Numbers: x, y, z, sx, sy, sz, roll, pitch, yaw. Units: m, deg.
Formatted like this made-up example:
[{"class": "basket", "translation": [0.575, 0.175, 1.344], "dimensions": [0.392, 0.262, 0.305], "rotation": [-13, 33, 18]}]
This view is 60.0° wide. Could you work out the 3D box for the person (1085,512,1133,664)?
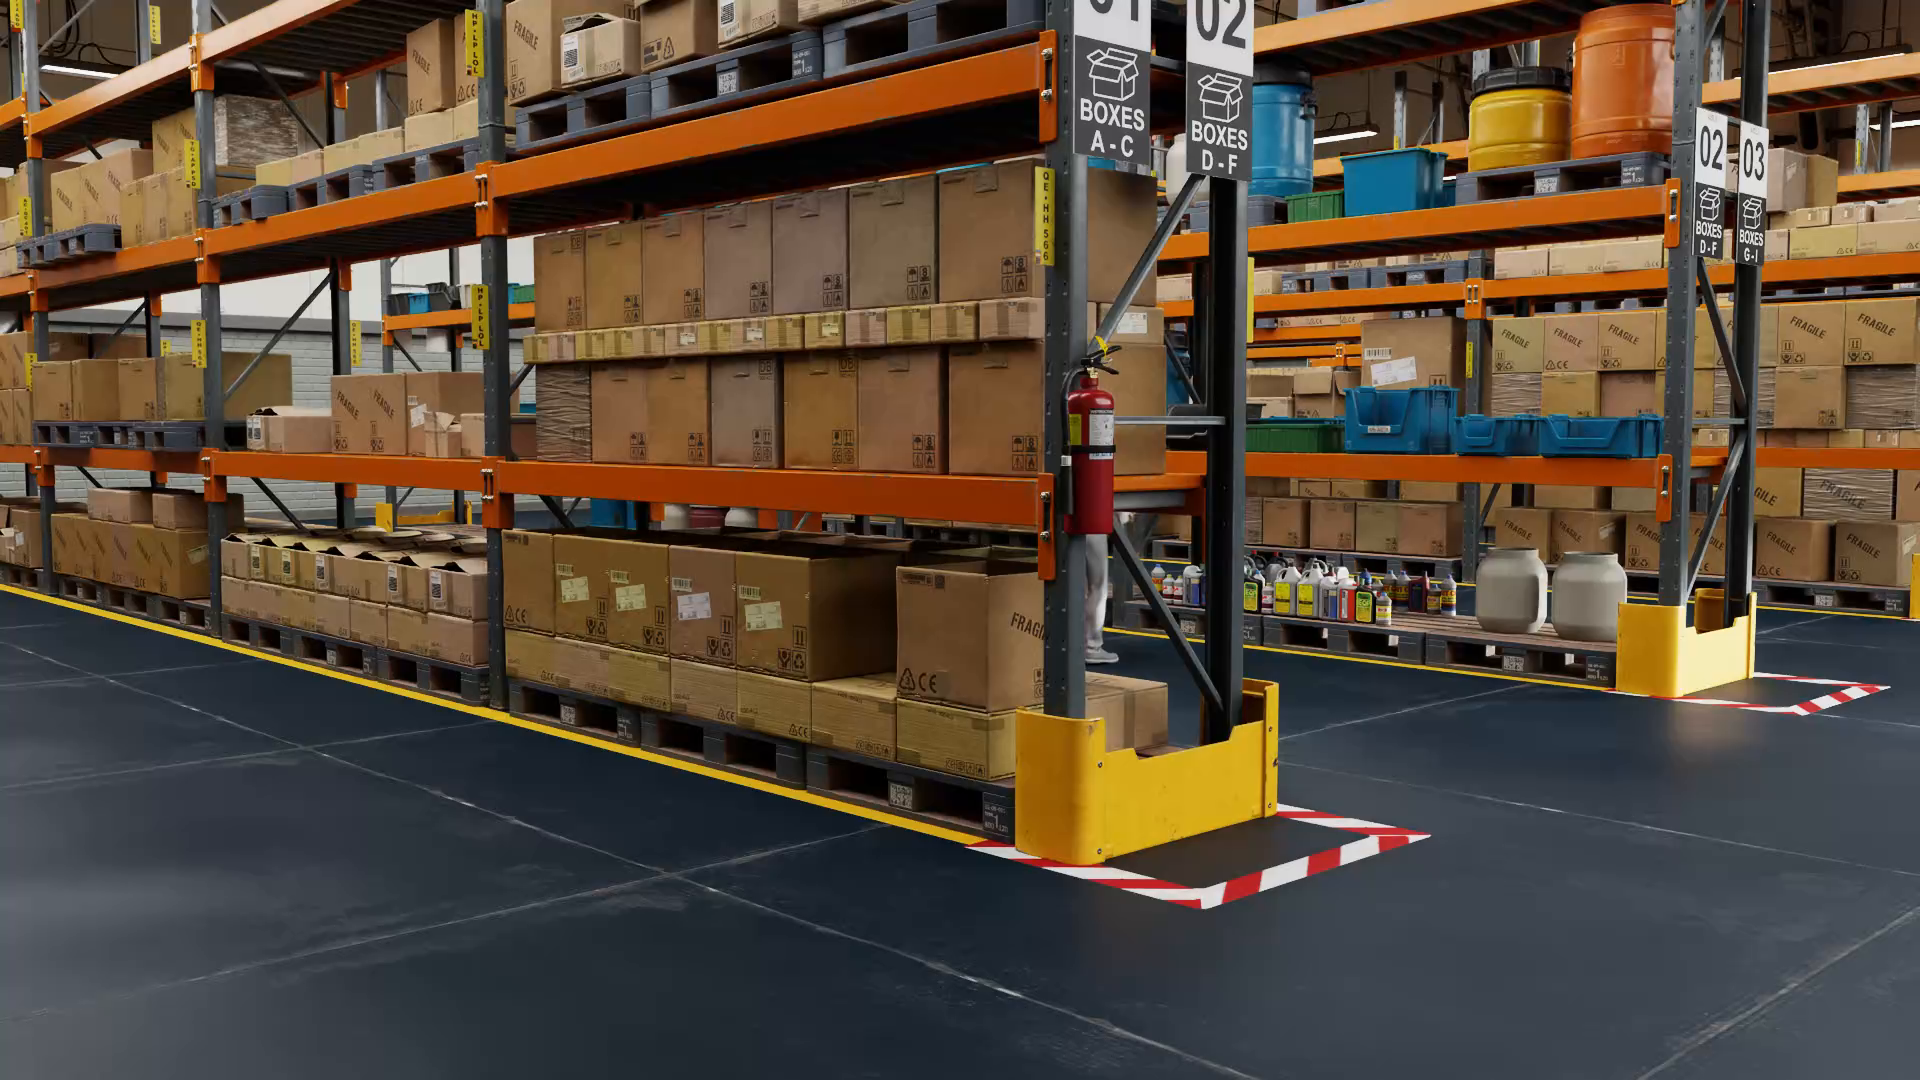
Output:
[{"class": "person", "translation": [0.788, -0.075, 10.407], "dimensions": [0.562, 1.687, 0.461], "rotation": [-4, 6, -44]}]
